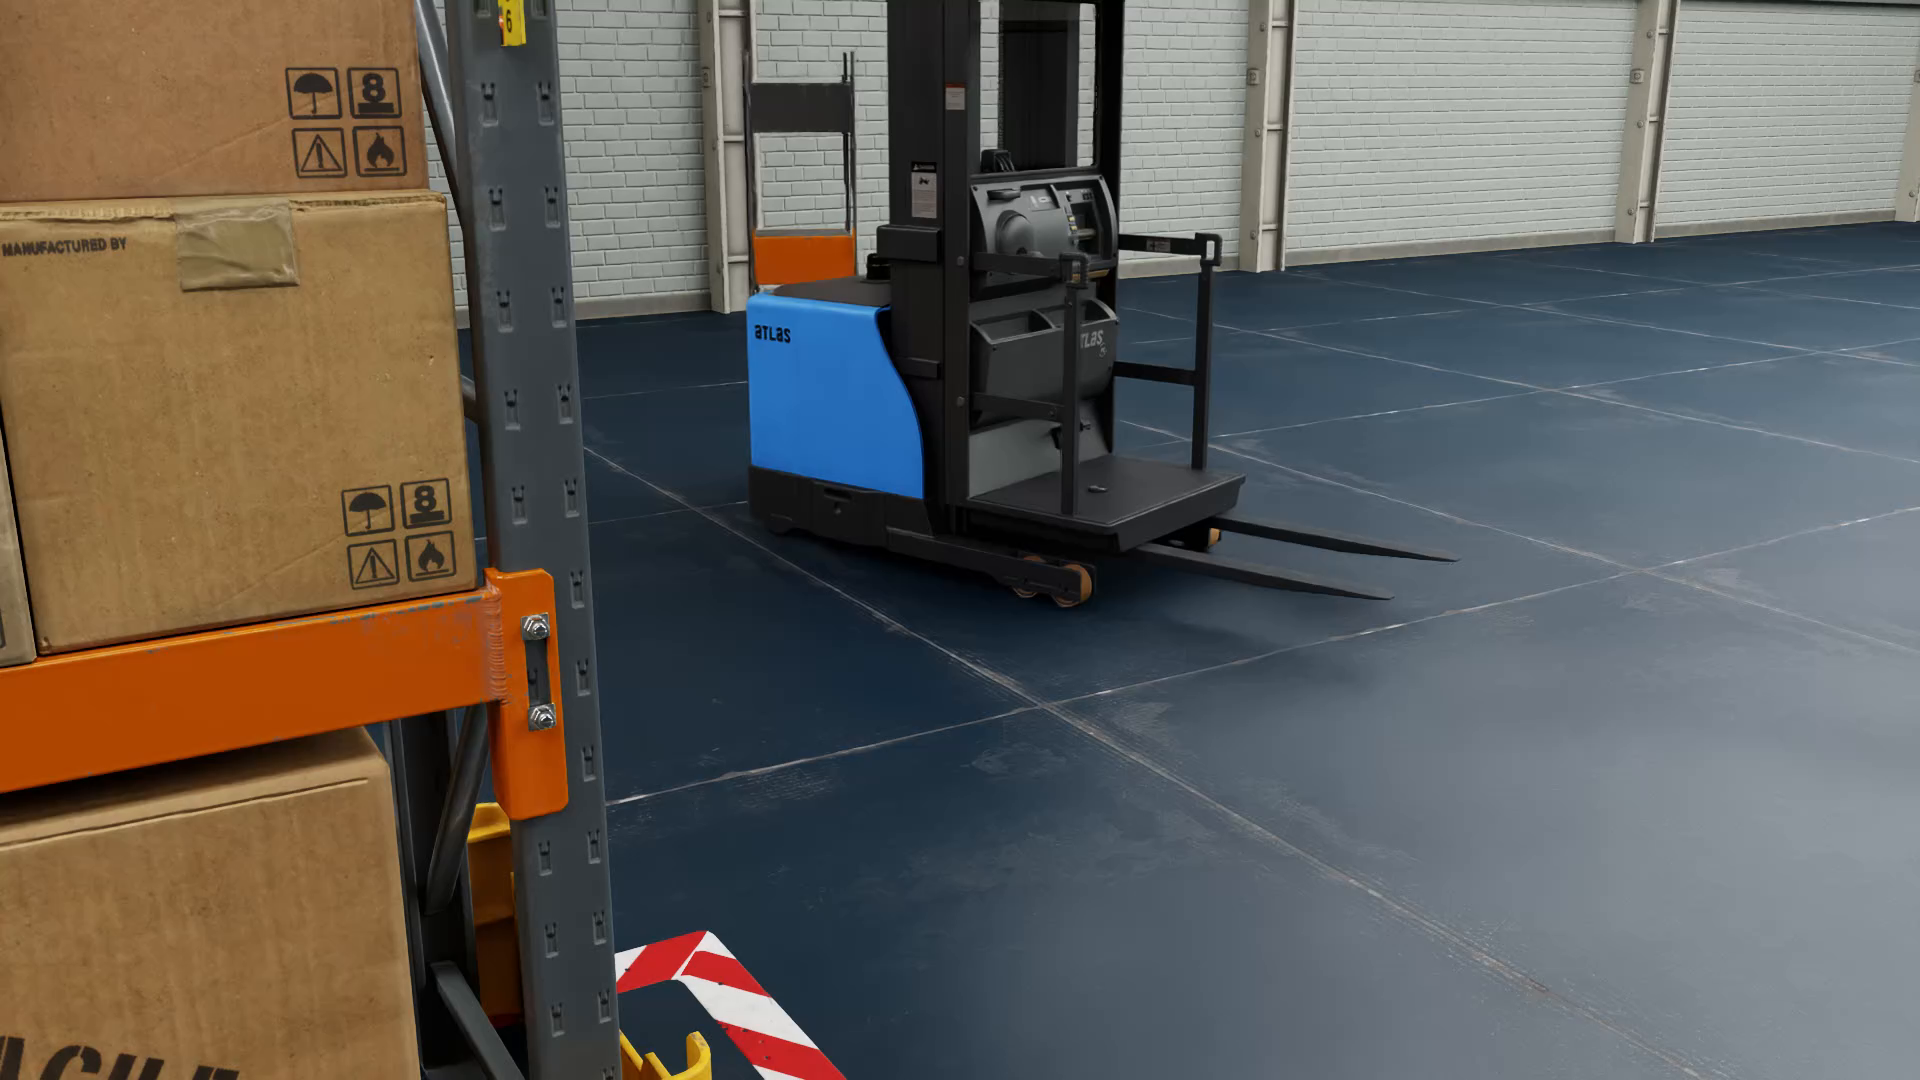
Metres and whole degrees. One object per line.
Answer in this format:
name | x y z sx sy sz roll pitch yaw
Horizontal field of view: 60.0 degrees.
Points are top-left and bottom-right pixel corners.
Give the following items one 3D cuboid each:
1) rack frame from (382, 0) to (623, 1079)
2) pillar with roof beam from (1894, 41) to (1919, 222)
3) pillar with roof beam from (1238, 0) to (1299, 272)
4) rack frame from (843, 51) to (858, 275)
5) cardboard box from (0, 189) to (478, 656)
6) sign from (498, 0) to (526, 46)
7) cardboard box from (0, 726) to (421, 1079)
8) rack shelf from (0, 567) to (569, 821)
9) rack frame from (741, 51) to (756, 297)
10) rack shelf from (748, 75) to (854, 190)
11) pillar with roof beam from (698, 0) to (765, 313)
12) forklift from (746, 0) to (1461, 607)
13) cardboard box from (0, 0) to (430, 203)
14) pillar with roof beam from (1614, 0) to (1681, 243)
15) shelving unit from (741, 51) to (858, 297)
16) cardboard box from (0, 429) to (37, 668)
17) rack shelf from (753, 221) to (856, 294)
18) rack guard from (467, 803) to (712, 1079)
rack frame | -0.841 -0.246 2.729 0.127 3.000 1.000 -9 18 -30
pillar with roof beam | 15.693 -7.865 18.796 0.400 9.000 9.100 -9 18 -30
pillar with roof beam | 5.406 -6.197 12.846 0.400 9.000 9.100 -9 18 -30
rack frame | -0.527 -1.295 8.140 0.015 2.100 0.400 -2 16 -9
cardboard box | -1.135 -0.256 2.487 0.550 0.550 0.875 -9 18 -30
sign | -0.573 -0.790 2.086 0.005 0.325 0.100 -9 18 -30
cardboard box | -1.388 0.685 2.568 0.875 0.875 0.875 -9 18 -29
rack shelf | -2.555 0.379 1.834 4.000 0.370 1.077 -9 18 -30
rack frame | -1.009 -1.274 8.065 0.015 2.100 0.400 -2 16 -9
rack shelf | -0.768 -1.946 7.917 0.480 0.518 0.431 -2 16 -9
pillar with roof beam | 0.263 -5.363 9.870 0.400 9.000 9.100 -9 18 -30
forklift | 0.518 -1.312 6.659 3.031 2.935 1.130 12 20 36
cardboard box | -1.179 -0.795 2.411 0.550 0.550 0.875 -9 18 -30
pillar with roof beam | 10.549 -7.031 15.821 0.400 9.000 9.100 -9 18 -30
shelving unit | -0.768 -1.285 8.103 0.503 2.100 0.431 -2 16 -9
cardboard box | -1.596 -0.174 2.196 0.550 0.550 0.875 -9 18 -30
rack shelf | -0.768 -1.272 8.106 0.480 0.518 0.431 -2 16 -9
rack guard | -0.820 0.955 3.078 0.348 0.500 1.175 -9 18 -30
